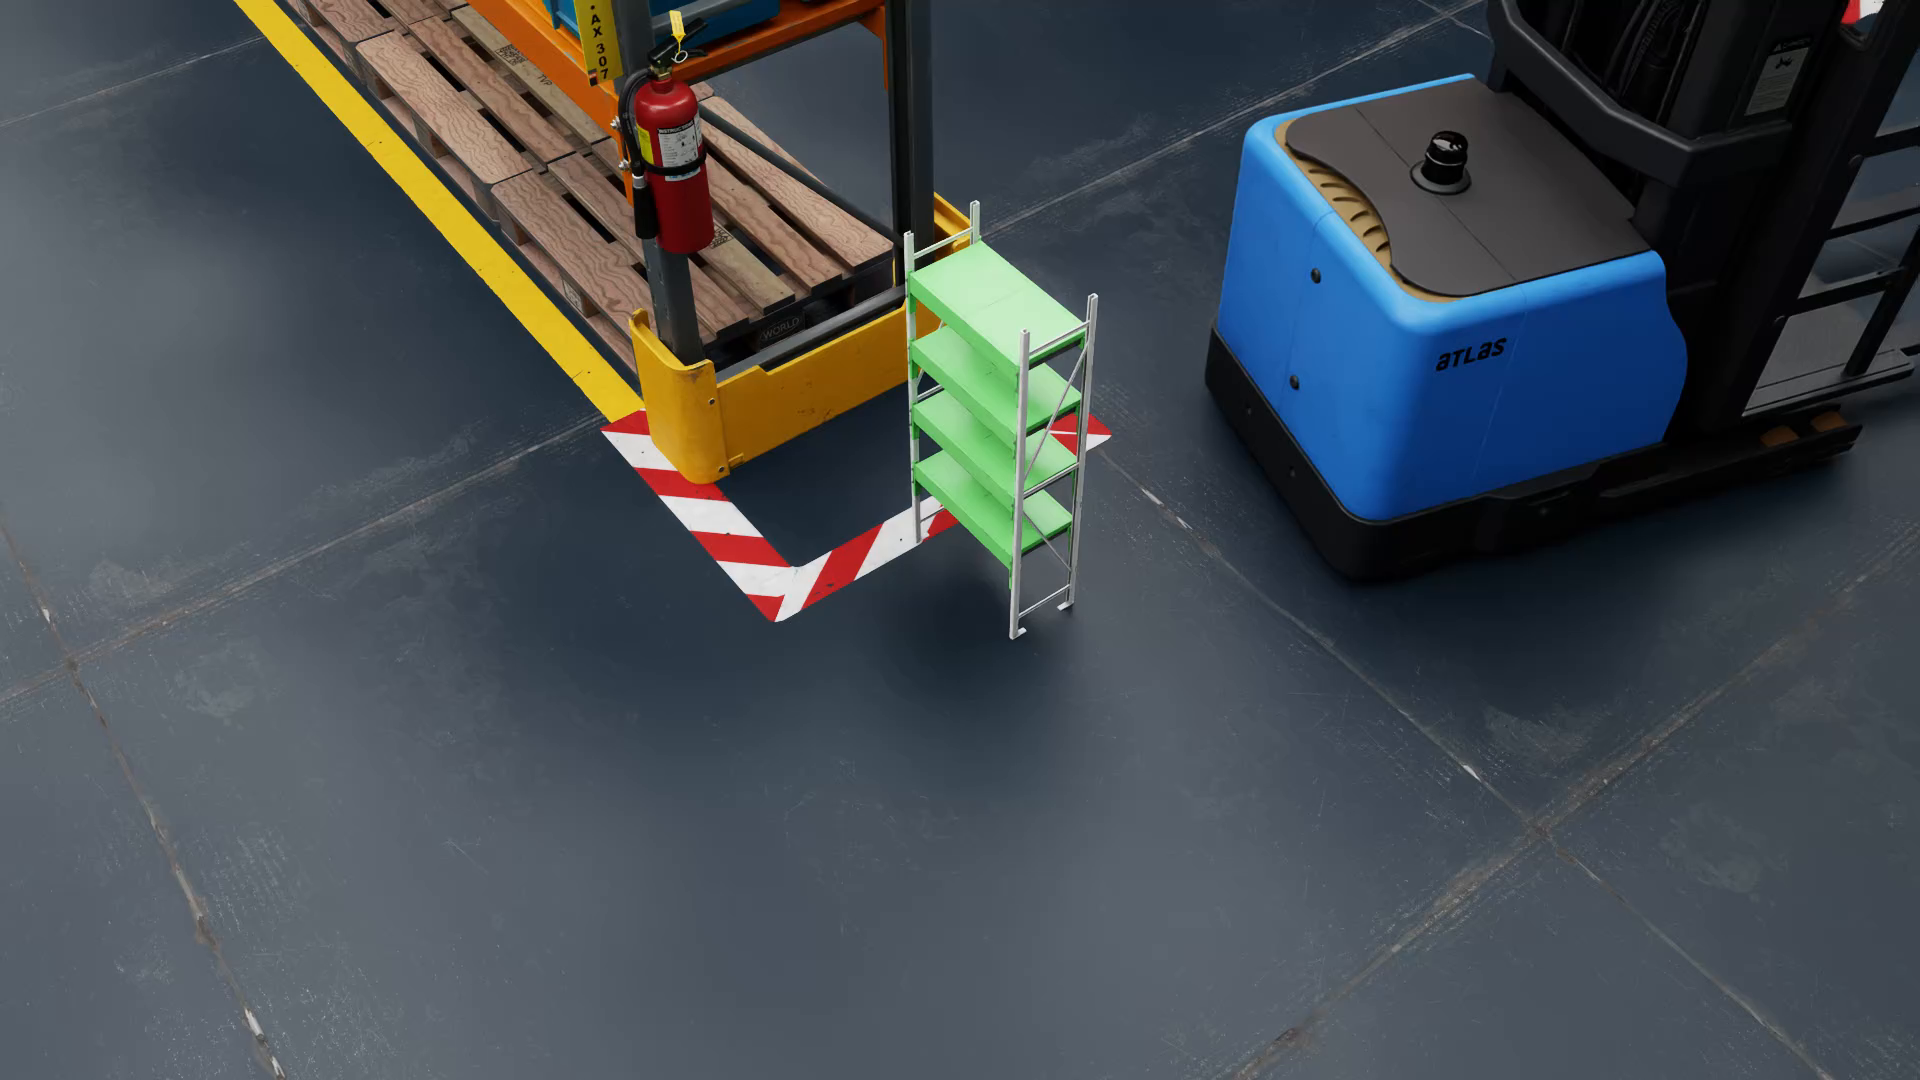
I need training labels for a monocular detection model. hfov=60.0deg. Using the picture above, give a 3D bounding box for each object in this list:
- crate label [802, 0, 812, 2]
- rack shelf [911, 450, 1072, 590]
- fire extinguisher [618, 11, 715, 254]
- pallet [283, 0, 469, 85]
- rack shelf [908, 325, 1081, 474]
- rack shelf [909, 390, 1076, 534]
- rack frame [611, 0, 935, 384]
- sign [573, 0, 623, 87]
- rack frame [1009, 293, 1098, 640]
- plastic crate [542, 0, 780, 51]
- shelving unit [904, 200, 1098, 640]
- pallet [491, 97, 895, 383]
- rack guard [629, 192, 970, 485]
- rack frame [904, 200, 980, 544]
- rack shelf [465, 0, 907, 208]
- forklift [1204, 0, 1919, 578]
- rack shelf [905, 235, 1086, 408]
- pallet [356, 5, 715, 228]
[{"bbox_3d":[-0.405,-1.797,4.927,0.416,0.233,0.303,-29,54,-24],"label":"crate label"},{"bbox_3d":[0.100,-0.101,4.942,0.258,0.148,0.480,-29,54,-24],"label":"rack shelf"},{"bbox_3d":[-0.788,-1.095,4.522,0.296,0.674,0.183,-29,54,-24],"label":"fire extinguisher"},{"bbox_3d":[-2.463,-2.545,7.415,1.003,0.211,1.213,-29,54,-24],"label":"pallet"},{"bbox_3d":[0.100,-0.424,4.586,0.258,0.148,0.480,-29,54,-24],"label":"rack shelf"},{"bbox_3d":[0.100,-0.262,4.764,0.258,0.148,0.480,-29,54,-24],"label":"rack shelf"},{"bbox_3d":[-0.517,-1.539,4.621,1.000,3.000,0.127,-29,54,-24],"label":"rack frame"},{"bbox_3d":[-0.945,-1.338,4.328,0.100,0.325,0.005,-29,54,-24],"label":"sign"},{"bbox_3d":[0.248,-0.161,4.586,0.240,1.200,0.015,-29,54,-24],"label":"rack frame"},{"bbox_3d":[-0.869,-1.685,4.689,0.616,0.435,0.499,-29,54,-24],"label":"plastic crate"},{"bbox_3d":[0.100,-0.305,4.717,0.258,1.200,0.503,-29,54,-24],"label":"shelving unit"},{"bbox_3d":[-0.986,-1.106,6.111,1.003,0.211,1.213,-29,54,-24],"label":"pallet"},{"bbox_3d":[-0.492,-0.691,5.539,1.175,0.500,0.348,-29,54,-24],"label":"rack guard"},{"bbox_3d":[-0.047,-0.449,4.847,0.240,1.200,0.015,-29,54,-24],"label":"rack frame"},{"bbox_3d":[-1.728,-2.477,5.957,1.077,0.370,4.000,-29,54,-24],"label":"rack shelf"},{"bbox_3d":[2.402,-1.548,4.675,3.031,2.935,1.130,-15,50,-13],"label":"forklift"},{"bbox_3d":[0.100,-0.585,4.409,0.258,0.148,0.480,-29,54,-24],"label":"rack shelf"},{"bbox_3d":[-1.720,-1.825,6.762,1.003,0.211,1.213,-29,54,-24],"label":"pallet"}]
